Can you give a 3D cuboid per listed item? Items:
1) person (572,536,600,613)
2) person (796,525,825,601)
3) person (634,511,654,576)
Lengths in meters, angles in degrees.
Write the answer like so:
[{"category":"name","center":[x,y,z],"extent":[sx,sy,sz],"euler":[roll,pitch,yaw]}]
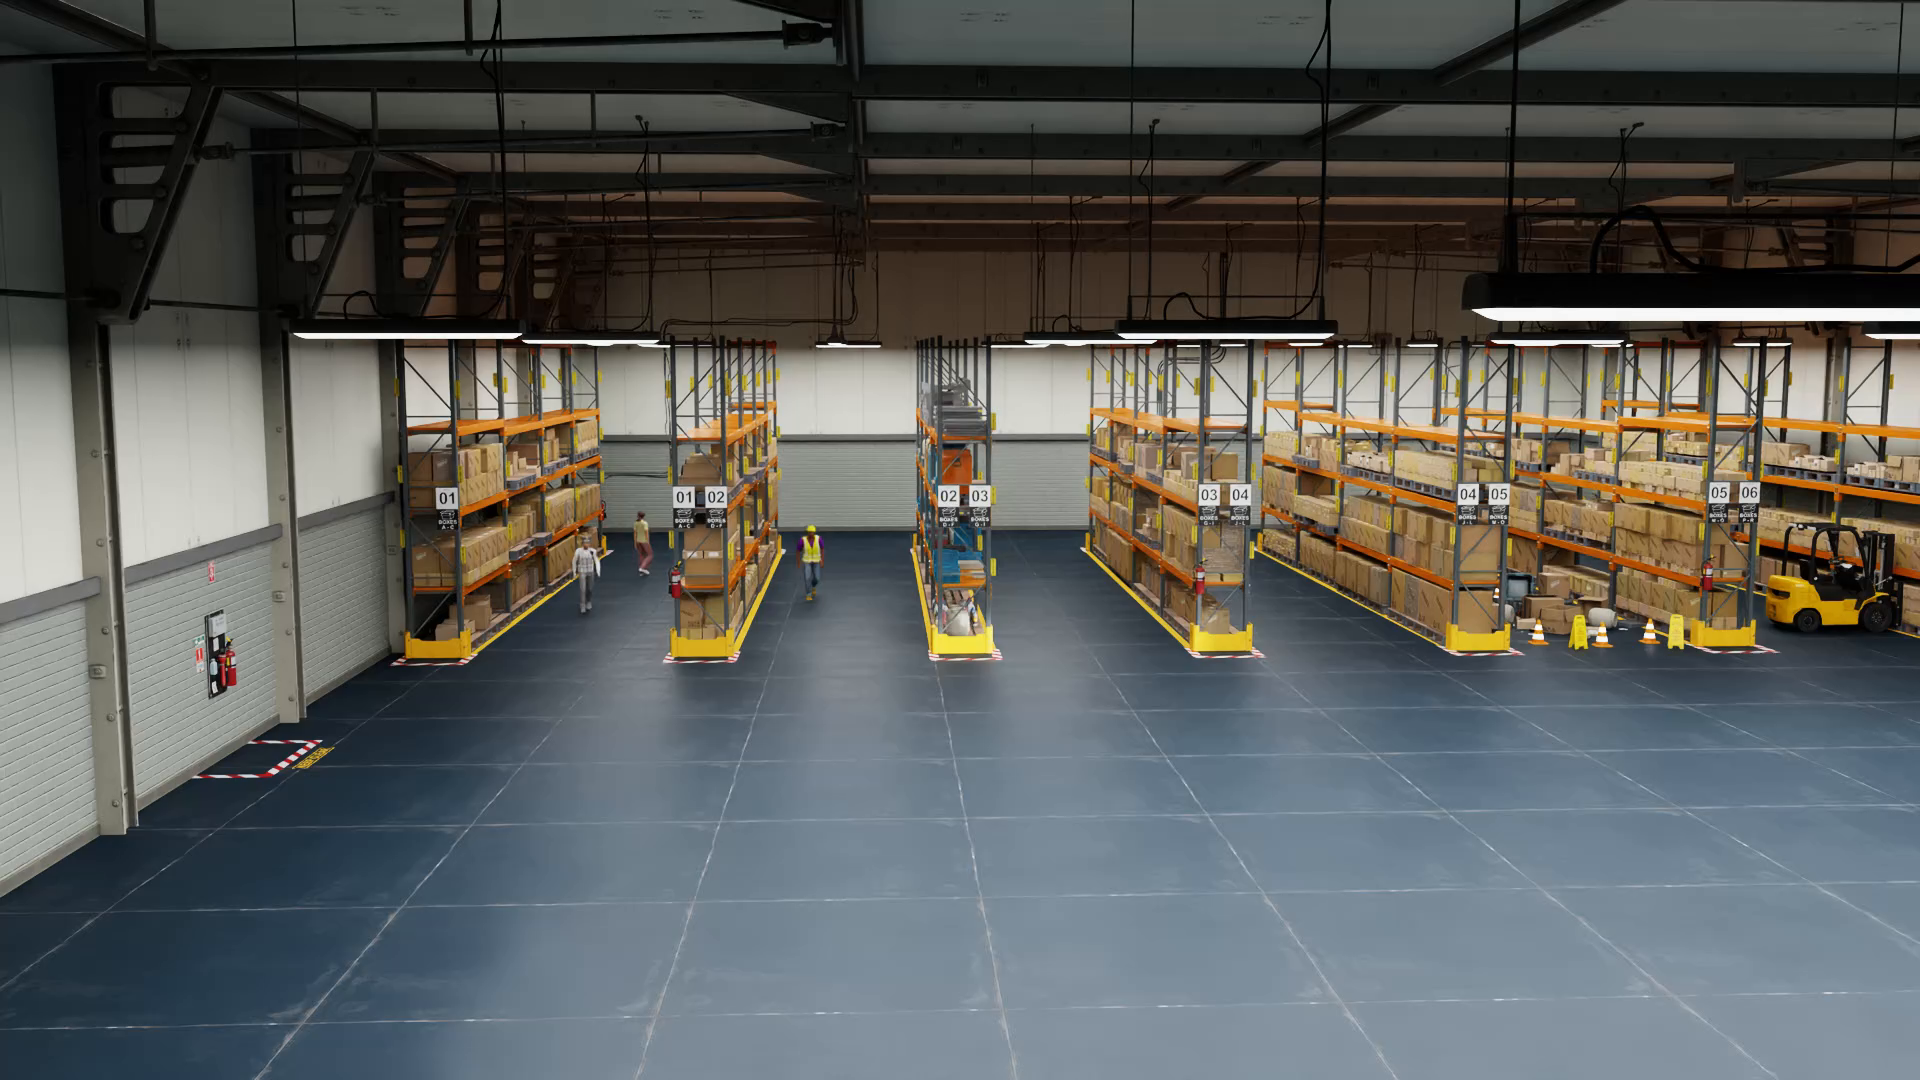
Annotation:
[{"category":"person","center":[-8.232,0.739,36.664],"extent":[0.551,1.662,0.715],"euler":[-4,7,-30]},{"category":"person","center":[-3.459,0.505,38.418],"extent":[0.659,1.744,0.657],"euler":[-1,7,-12]},{"category":"person","center":[-8.085,0.094,42.306],"extent":[0.485,1.671,0.458],"euler":[4,7,29]}]
